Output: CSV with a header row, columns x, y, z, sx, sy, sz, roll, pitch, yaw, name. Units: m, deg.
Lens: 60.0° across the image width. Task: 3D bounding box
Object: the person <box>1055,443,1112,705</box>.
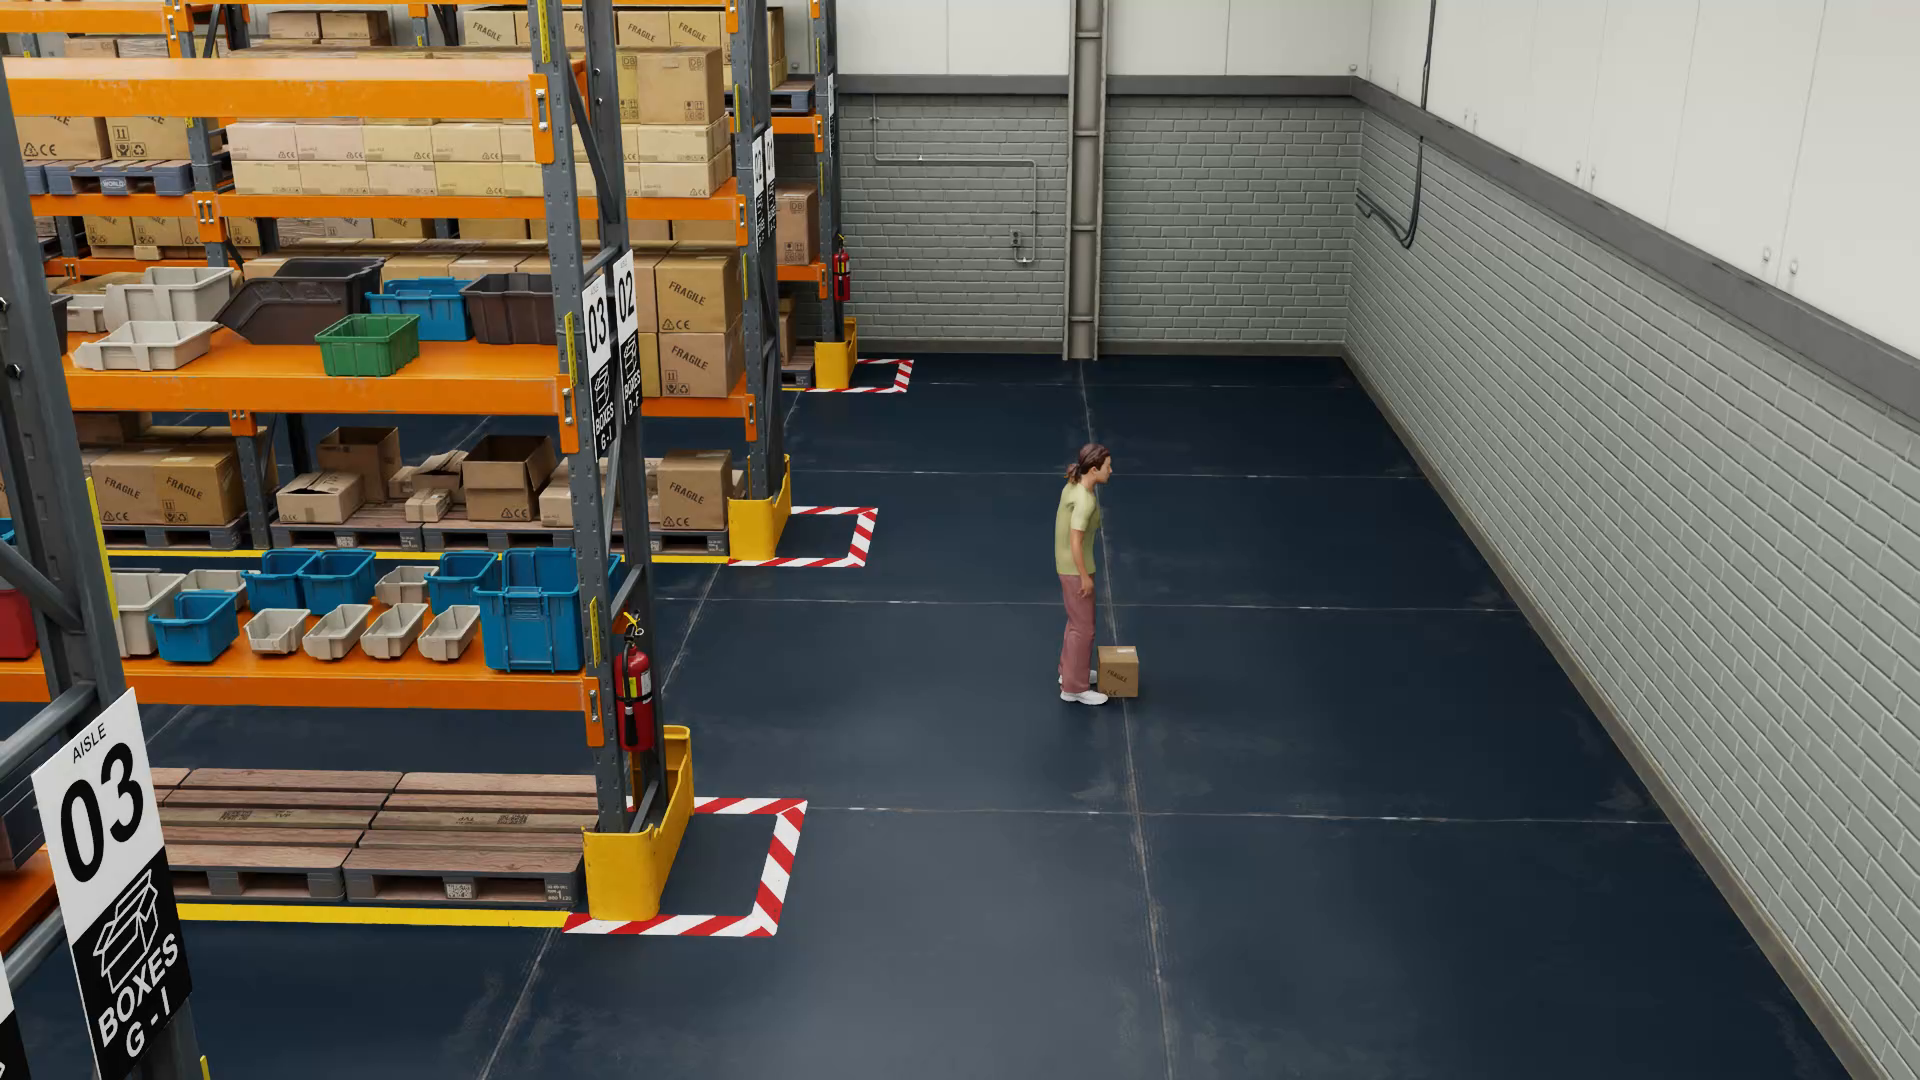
x,y,z,sx,sy,sz,roll,pitch,yaw,name
0.779,0.190,10.583,0.353,1.672,0.508,0,21,1,person
